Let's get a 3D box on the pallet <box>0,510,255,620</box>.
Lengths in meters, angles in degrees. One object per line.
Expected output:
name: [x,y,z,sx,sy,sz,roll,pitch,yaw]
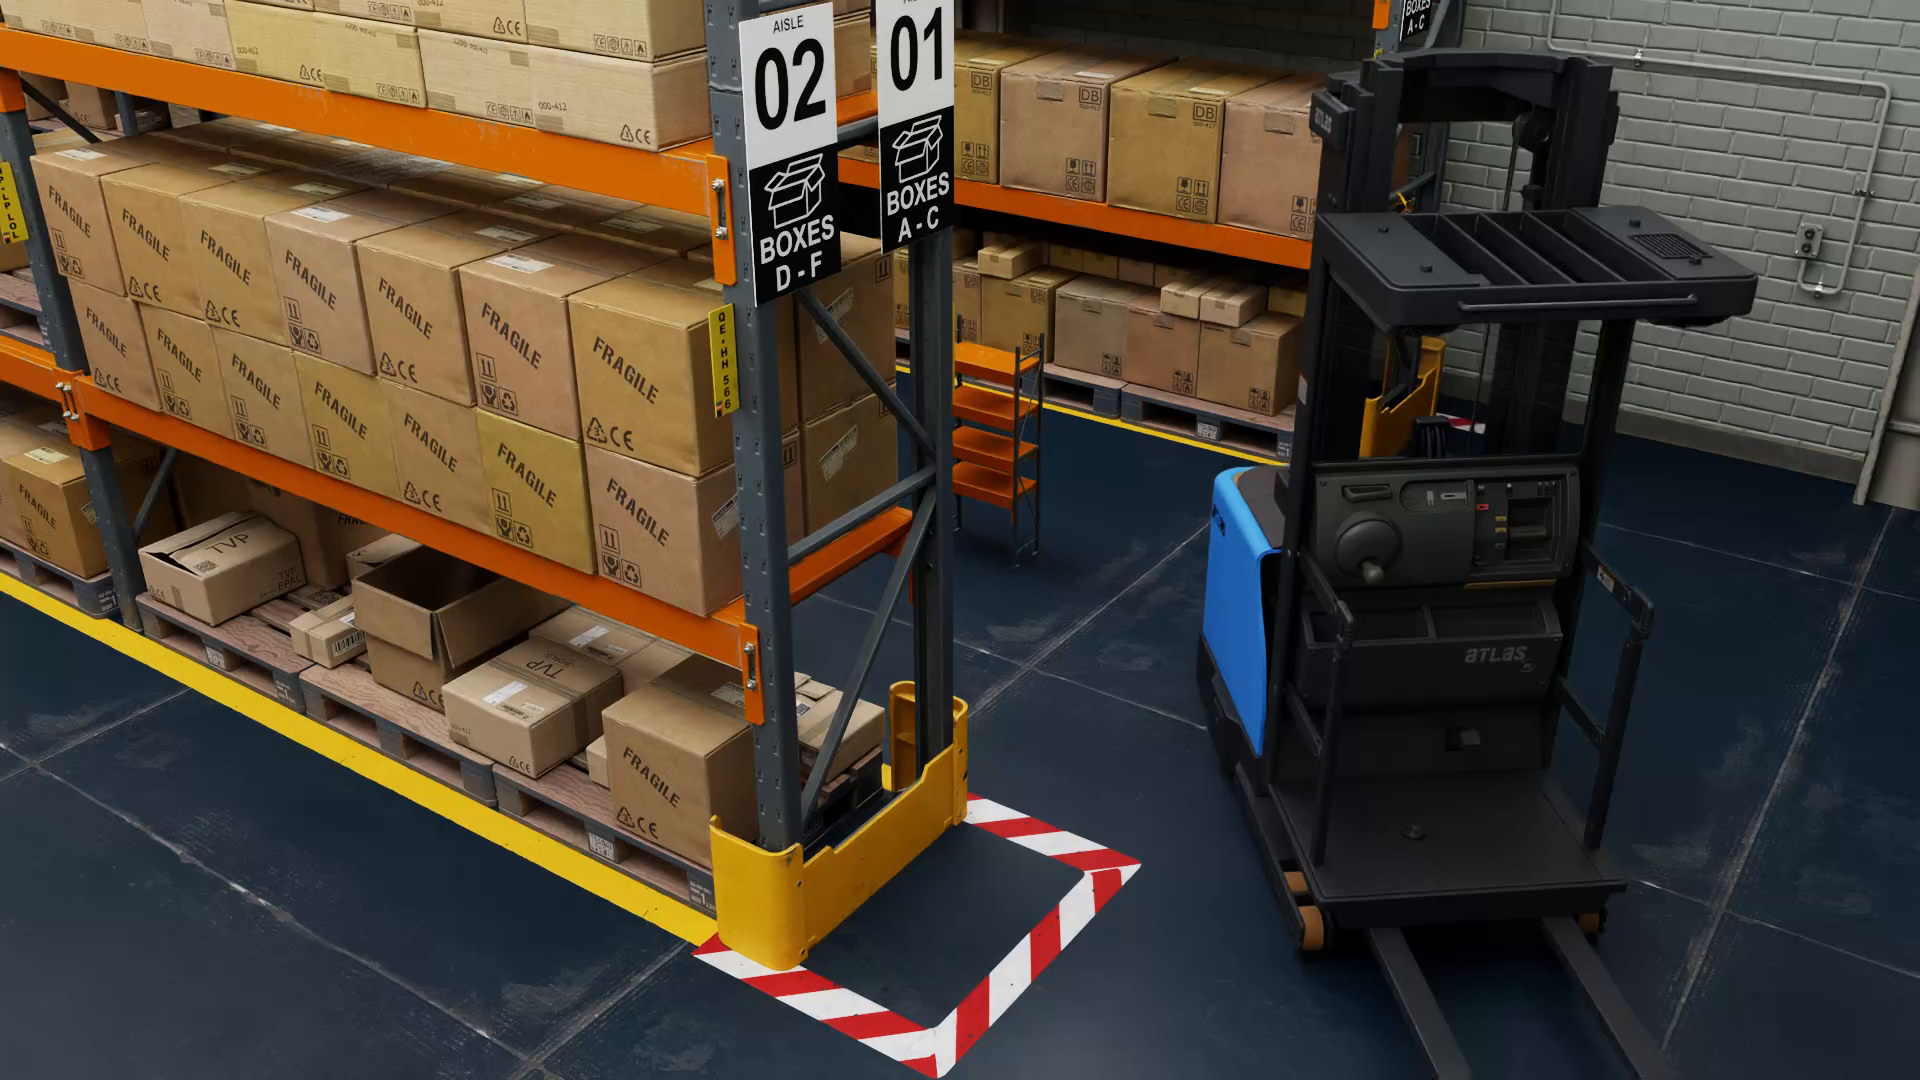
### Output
pallet: [-4.344,-0.044,8.604,1.213,0.211,1.003,17,32,30]

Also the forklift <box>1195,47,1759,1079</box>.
forklift: [1.701,-0.011,5.540,1.130,2.935,3.031,-2,27,-5]

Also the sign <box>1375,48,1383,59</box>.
sign: [2.128,-2.340,8.504,0.005,0.325,0.100,17,32,30]

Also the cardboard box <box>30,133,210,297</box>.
cardboard box: [-3.423,-1.356,6.895,0.500,0.500,0.500,18,32,32]

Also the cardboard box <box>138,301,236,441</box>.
cardboard box: [-2.962,-0.774,6.853,0.500,0.500,0.500,18,32,31]

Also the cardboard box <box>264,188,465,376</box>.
cardboard box: [-2.148,-0.960,6.116,0.500,0.500,0.500,18,32,32]

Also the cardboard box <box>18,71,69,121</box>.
cardboard box: [-9.176,-4.544,16.643,0.500,0.500,0.700,15,31,27]

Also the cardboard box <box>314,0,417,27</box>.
cardboard box: [-1.745,-1.853,5.390,0.500,0.250,0.500,17,32,30]

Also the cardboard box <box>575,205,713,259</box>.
cardboard box: [-1.007,-0.899,5.997,0.500,0.500,0.500,18,32,31]

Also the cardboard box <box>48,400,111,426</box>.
cardboard box: [-4.359,-0.523,8.740,0.500,0.500,0.500,18,32,31]

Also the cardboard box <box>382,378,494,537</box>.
cardboard box: [-1.716,-0.385,6.089,0.500,0.500,0.500,18,32,31]

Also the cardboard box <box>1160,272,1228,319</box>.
cardboard box: [1.393,-1.453,9.876,0.250,0.149,0.380,18,32,32]

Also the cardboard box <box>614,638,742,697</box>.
cardboard box: [-1.055,0.590,6.830,0.500,0.250,0.500,17,32,30]

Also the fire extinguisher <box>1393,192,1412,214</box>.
fire extinguisher: [2.310,-1.506,8.899,0.183,0.674,0.296,17,32,30]

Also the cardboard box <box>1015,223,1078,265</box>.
cardboard box: [0.561,-1.921,10.796,0.250,0.149,0.380,18,32,31]

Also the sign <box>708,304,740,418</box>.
sign: [-0.686,-0.520,4.839,0.005,0.325,0.100,17,32,30]

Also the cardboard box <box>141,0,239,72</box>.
cardboard box: [-2.570,-1.886,6.007,0.500,0.250,0.500,17,32,30]

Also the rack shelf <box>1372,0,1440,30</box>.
rack shelf: [0.798,-3.448,9.704,4.000,0.370,1.077,17,32,30]

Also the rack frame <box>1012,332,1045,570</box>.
rack frame: [0.338,-0.430,8.271,0.015,1.200,0.240,17,32,30]

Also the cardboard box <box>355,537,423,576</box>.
cardboard box: [-2.404,0.143,7.642,0.500,0.311,0.500,17,32,30]

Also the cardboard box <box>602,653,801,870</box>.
cardboard box: [-0.943,0.805,6.131,0.500,0.500,0.500,17,32,30]

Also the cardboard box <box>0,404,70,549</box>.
cardboard box: [-4.624,-0.324,8.350,0.500,0.500,0.500,17,32,30]

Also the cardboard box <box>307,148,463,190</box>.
cardboard box: [-2.250,-1.289,6.764,0.500,0.500,0.500,18,32,31]

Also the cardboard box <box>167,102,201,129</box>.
cardboard box: [-6.829,-3.899,15.375,0.500,0.500,0.700,19,32,32]

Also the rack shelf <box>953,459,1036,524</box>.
rack shelf: [0.136,-0.255,8.515,0.480,0.148,0.258,17,32,30]

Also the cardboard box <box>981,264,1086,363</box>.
cardboard box: [0.542,-1.525,10.733,0.500,0.500,0.700,18,32,31]

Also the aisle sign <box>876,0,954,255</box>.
aisle sign: [-0.133,-1.316,5.163,0.004,0.787,0.394,17,32,30]

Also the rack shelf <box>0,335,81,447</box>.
rack shelf: [-5.301,-1.285,8.762,4.000,0.370,1.077,17,32,30]

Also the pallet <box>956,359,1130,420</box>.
pallet: [0.742,-1.165,10.806,1.213,0.211,1.003,17,32,30]

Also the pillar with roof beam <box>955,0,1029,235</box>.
pillar with roof beam: [-2.221,-4.153,6.989,0.400,9.000,9.100,17,32,30]

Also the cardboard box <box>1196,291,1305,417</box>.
cardboard box: [1.813,-1.134,9.963,0.500,0.500,0.700,17,32,30]

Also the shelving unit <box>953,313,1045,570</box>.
shelving unit: [0.136,-0.492,8.394,0.503,1.200,0.258,17,32,30]

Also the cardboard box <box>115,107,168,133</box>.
cardboard box: [-7.903,-4.059,16.058,0.250,0.166,0.380,13,30,24]

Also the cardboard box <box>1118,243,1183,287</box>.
cardboard box: [1.195,-1.725,10.410,0.250,0.149,0.380,18,32,31]

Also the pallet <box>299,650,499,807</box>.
pallet: [-2.077,0.640,7.259,1.213,0.211,1.003,17,32,30]

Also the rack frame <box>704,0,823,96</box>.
rack frame: [-0.355,-2.739,4.210,0.127,3.000,1.000,17,32,30]

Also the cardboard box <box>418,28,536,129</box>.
cardboard box: [-1.334,-1.501,5.250,0.500,0.250,0.500,17,32,30]

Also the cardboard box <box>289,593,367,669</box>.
cardboard box: [-2.710,0.381,7.332,0.250,0.166,0.380,17,32,30]

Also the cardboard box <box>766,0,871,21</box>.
cardboard box: [-0.631,-1.787,5.262,0.500,0.250,0.500,17,32,30]

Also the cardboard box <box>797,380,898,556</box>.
cardboard box: [-0.572,-0.322,5.966,0.500,0.500,0.500,18,32,31]

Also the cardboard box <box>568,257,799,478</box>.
cardboard box: [-0.878,-0.567,5.344,0.500,0.500,0.500,17,32,30]

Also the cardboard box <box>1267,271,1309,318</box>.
cardboard box: [2.029,-1.465,9.900,0.250,0.149,0.380,18,32,31]

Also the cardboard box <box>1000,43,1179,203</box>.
cardboard box: [0.791,-2.561,10.144,0.700,0.700,0.980,16,31,28]

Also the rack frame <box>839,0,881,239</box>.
rack frame: [-0.851,-2.945,11.230,0.127,3.000,1.000,17,32,30]
